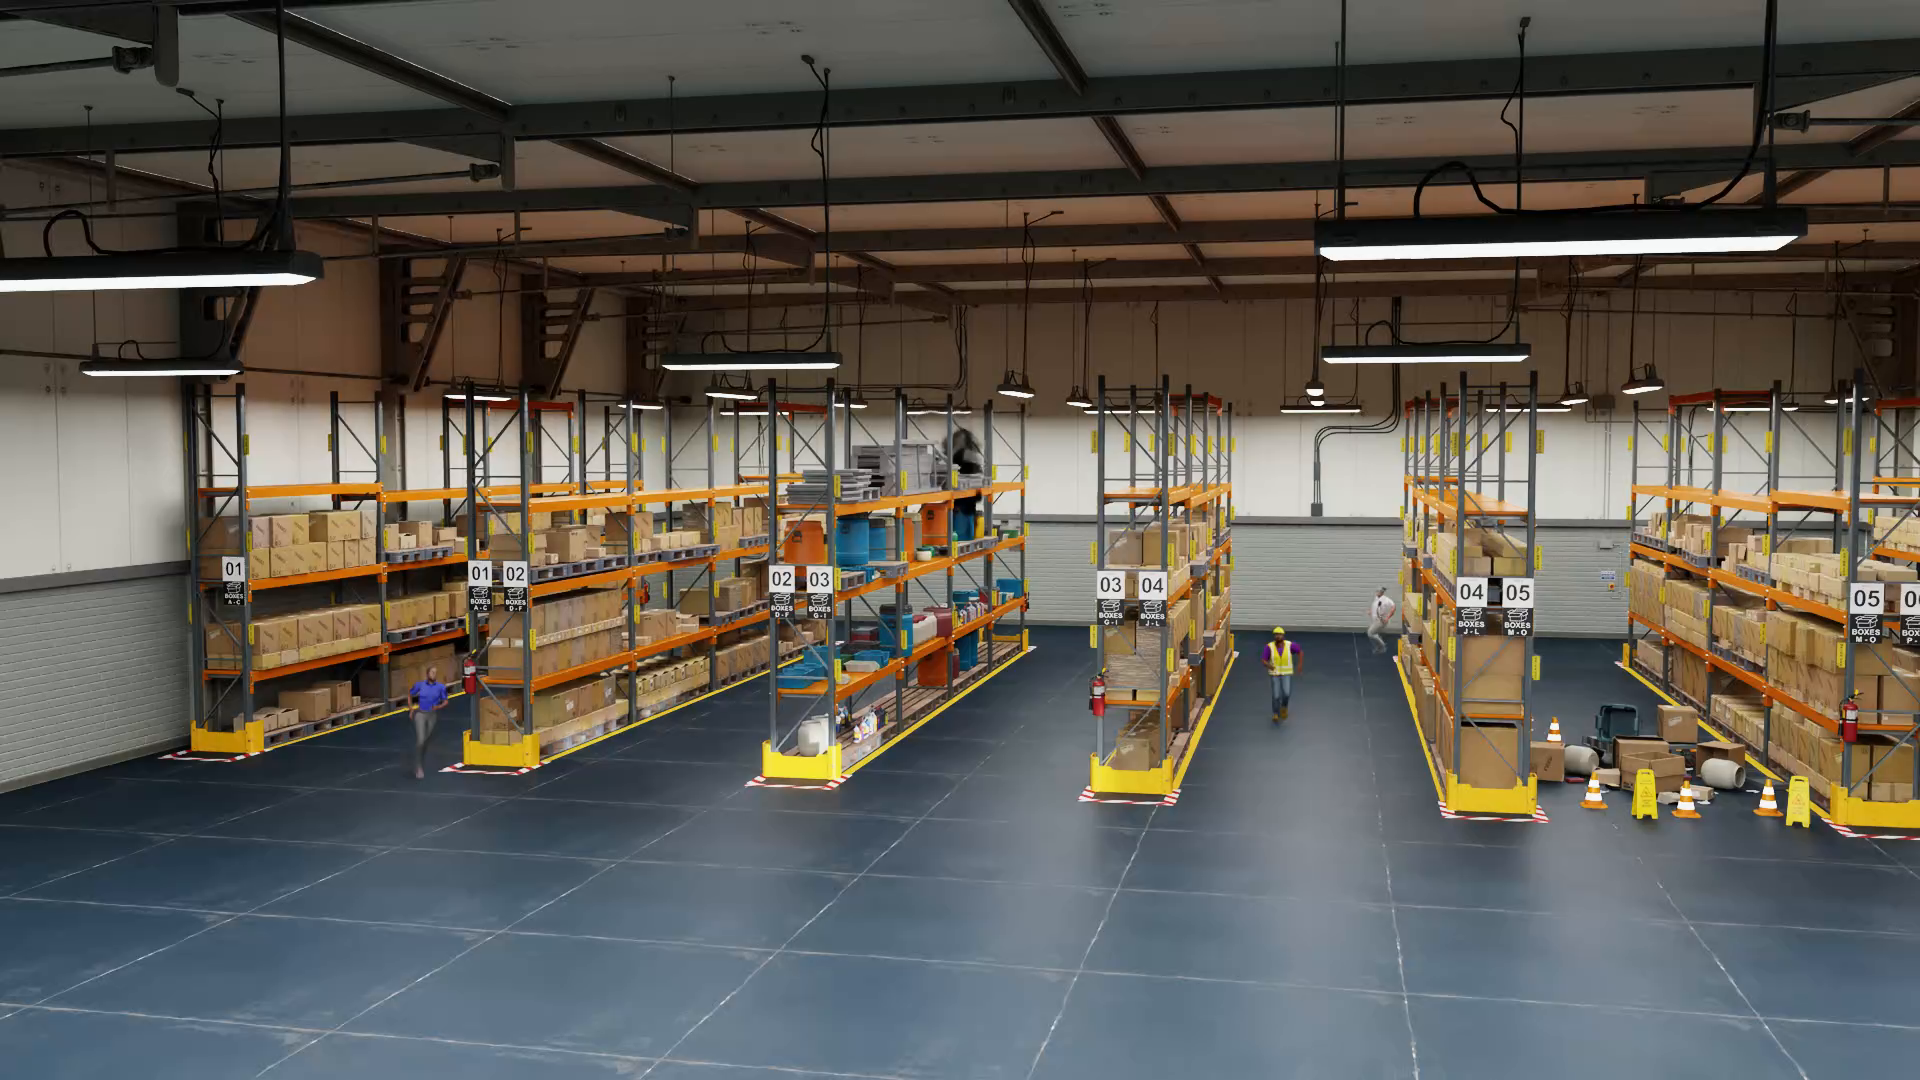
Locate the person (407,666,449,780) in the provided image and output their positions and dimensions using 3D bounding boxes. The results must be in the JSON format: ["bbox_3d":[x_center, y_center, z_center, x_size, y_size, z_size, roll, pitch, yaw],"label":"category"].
[{"bbox_3d":[-8.080,2.749,25.269,0.568,1.689,0.756,-2,4,-33],"label":"person"}]

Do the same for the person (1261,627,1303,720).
[{"bbox_3d":[5.778,2.418,29.859,0.731,1.715,0.784,1,3,12],"label":"person"}]

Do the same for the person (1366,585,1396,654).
[{"bbox_3d":[10.009,1.903,39.684,0.609,1.677,0.805,-1,3,-10],"label":"person"}]
